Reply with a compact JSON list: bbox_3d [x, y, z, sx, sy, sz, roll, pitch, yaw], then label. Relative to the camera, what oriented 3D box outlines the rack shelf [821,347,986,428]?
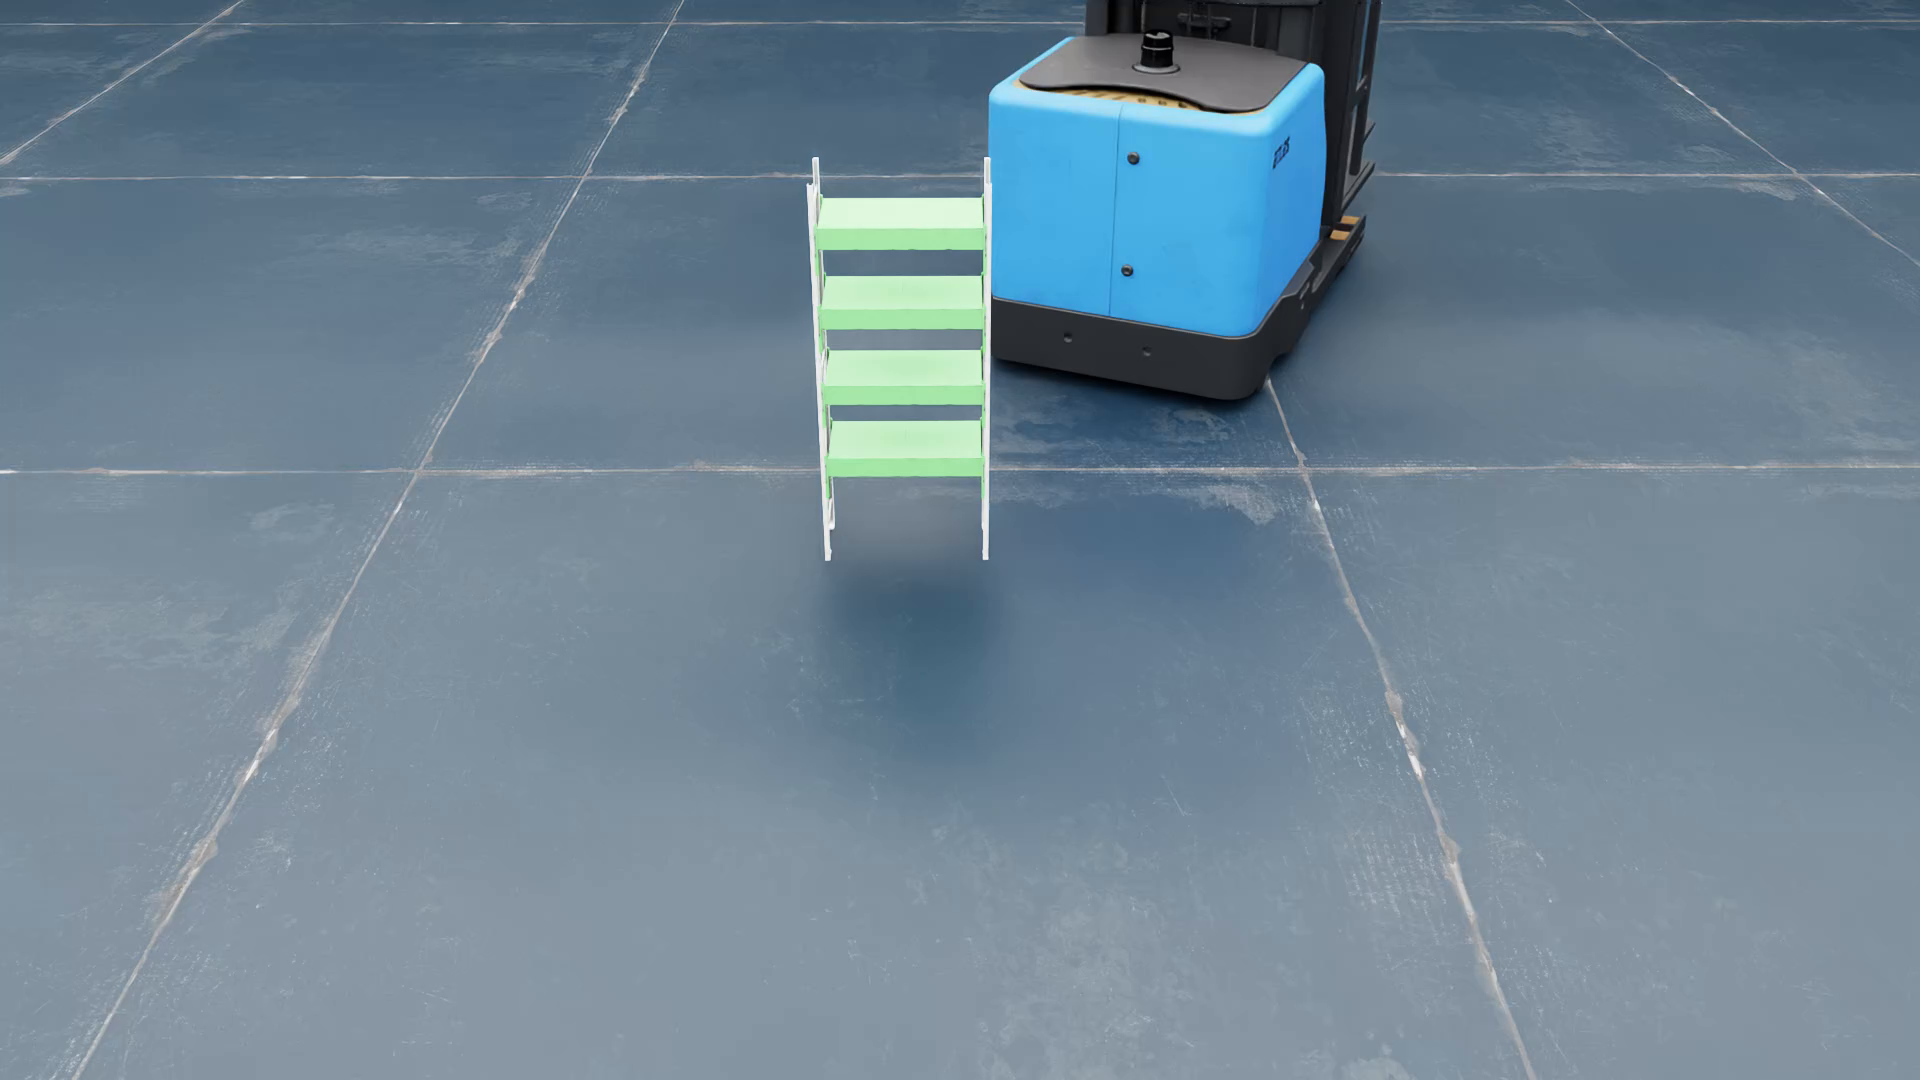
[{"bbox_3d":[-0.166,-0.458,4.971,0.480,0.148,0.258,0,31,0],"label":"rack shelf"}]

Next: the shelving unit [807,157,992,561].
[{"bbox_3d":[-0.166,-0.512,4.938,0.503,1.200,0.258,0,31,0],"label":"shelving unit"}]

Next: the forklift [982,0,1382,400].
[{"bbox_3d":[1.140,-2.502,6.548,1.130,2.935,3.031,13,34,20],"label":"forklift"}]

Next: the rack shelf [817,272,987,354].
[{"bbox_3d":[-0.166,-0.663,4.847,0.480,0.148,0.258,0,31,0],"label":"rack shelf"}]

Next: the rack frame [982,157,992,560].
[{"bbox_3d":[0.078,-0.513,4.939,0.015,1.200,0.240,0,31,0],"label":"rack frame"}]

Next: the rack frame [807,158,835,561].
[{"bbox_3d":[-0.410,-0.512,4.937,0.015,1.200,0.240,0,31,0],"label":"rack frame"}]

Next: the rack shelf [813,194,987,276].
[{"bbox_3d":[-0.166,-0.868,4.722,0.480,0.148,0.258,0,31,0],"label":"rack shelf"}]

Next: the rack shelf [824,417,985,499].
[{"bbox_3d":[-0.166,-0.253,5.096,0.480,0.148,0.258,0,31,0],"label":"rack shelf"}]
